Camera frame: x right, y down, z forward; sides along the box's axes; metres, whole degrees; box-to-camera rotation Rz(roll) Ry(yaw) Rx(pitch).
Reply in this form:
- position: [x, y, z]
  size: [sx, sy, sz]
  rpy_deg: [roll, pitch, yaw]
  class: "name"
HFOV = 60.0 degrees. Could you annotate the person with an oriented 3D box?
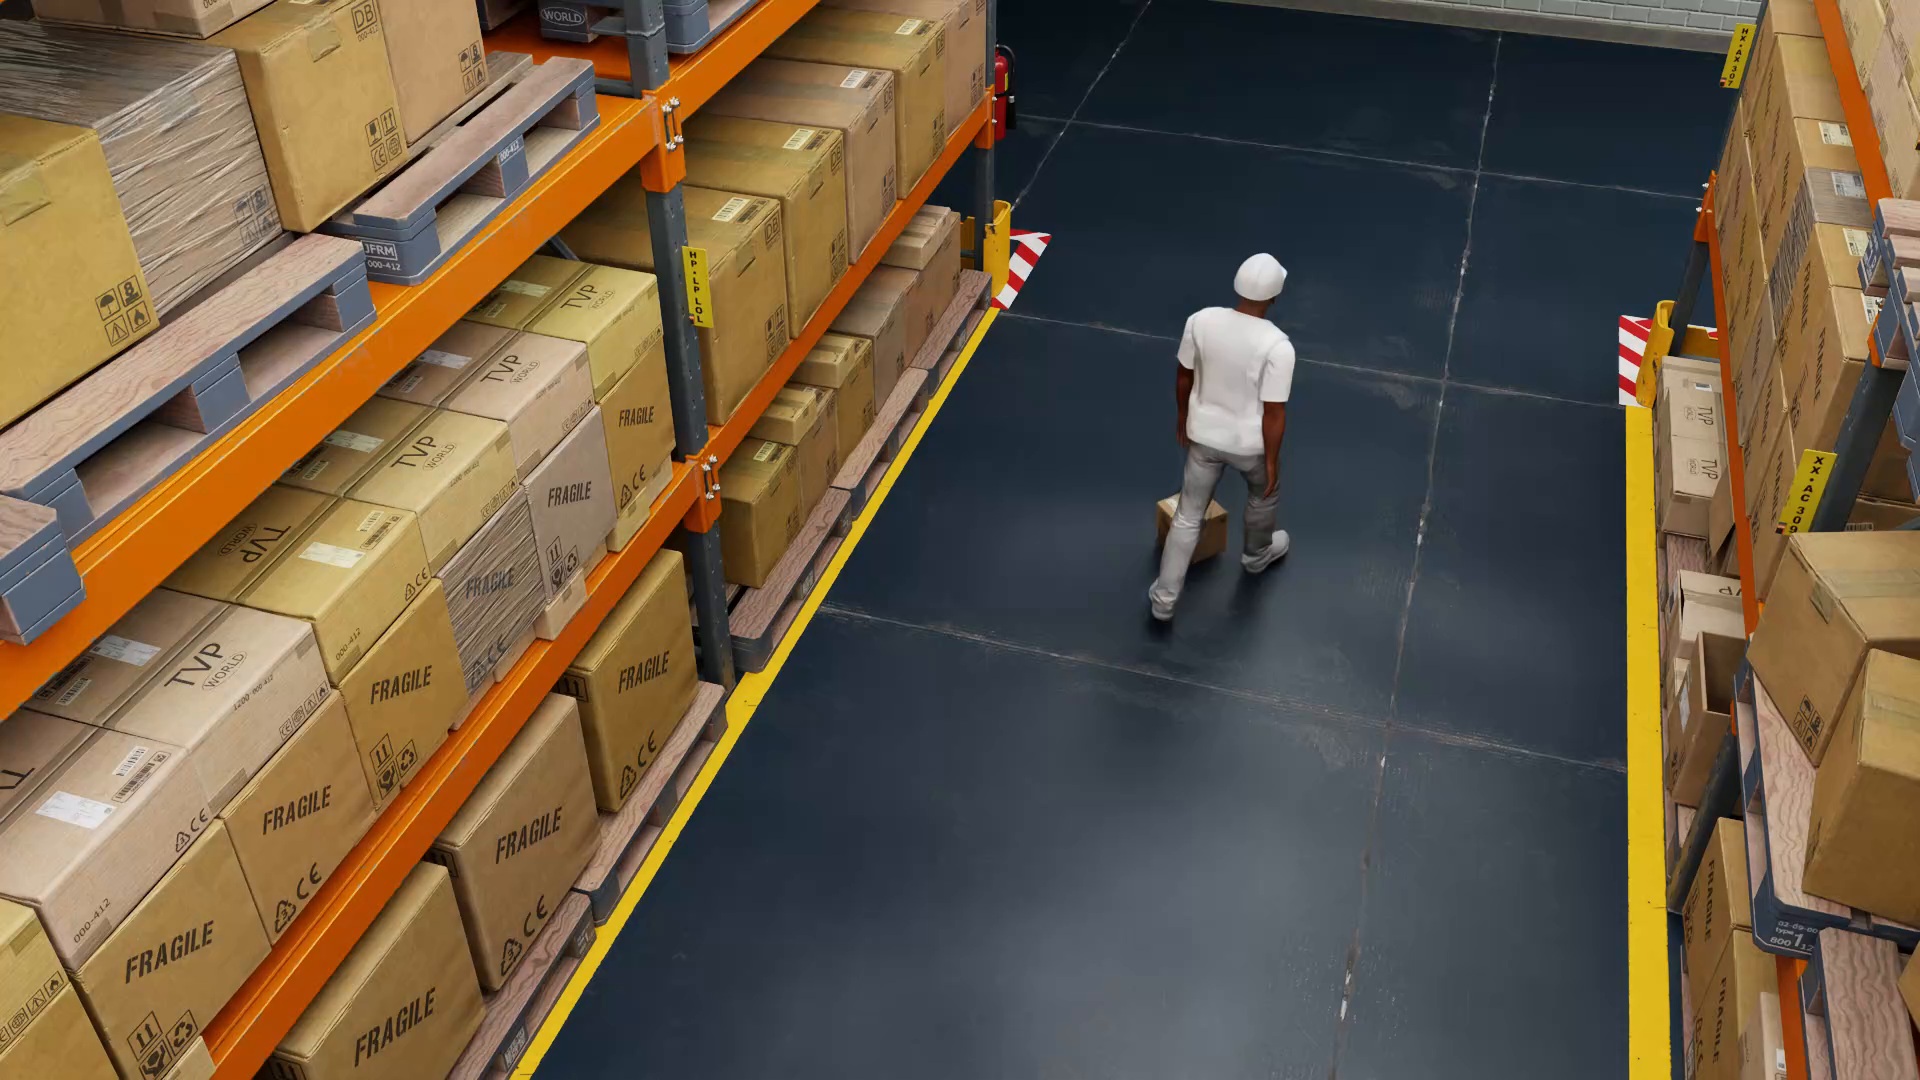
- position: [1.211, -0.477, 7.532]
  size: [0.593, 1.727, 0.944]
  rpy_deg: [21, 42, 26]
  class: "person"
